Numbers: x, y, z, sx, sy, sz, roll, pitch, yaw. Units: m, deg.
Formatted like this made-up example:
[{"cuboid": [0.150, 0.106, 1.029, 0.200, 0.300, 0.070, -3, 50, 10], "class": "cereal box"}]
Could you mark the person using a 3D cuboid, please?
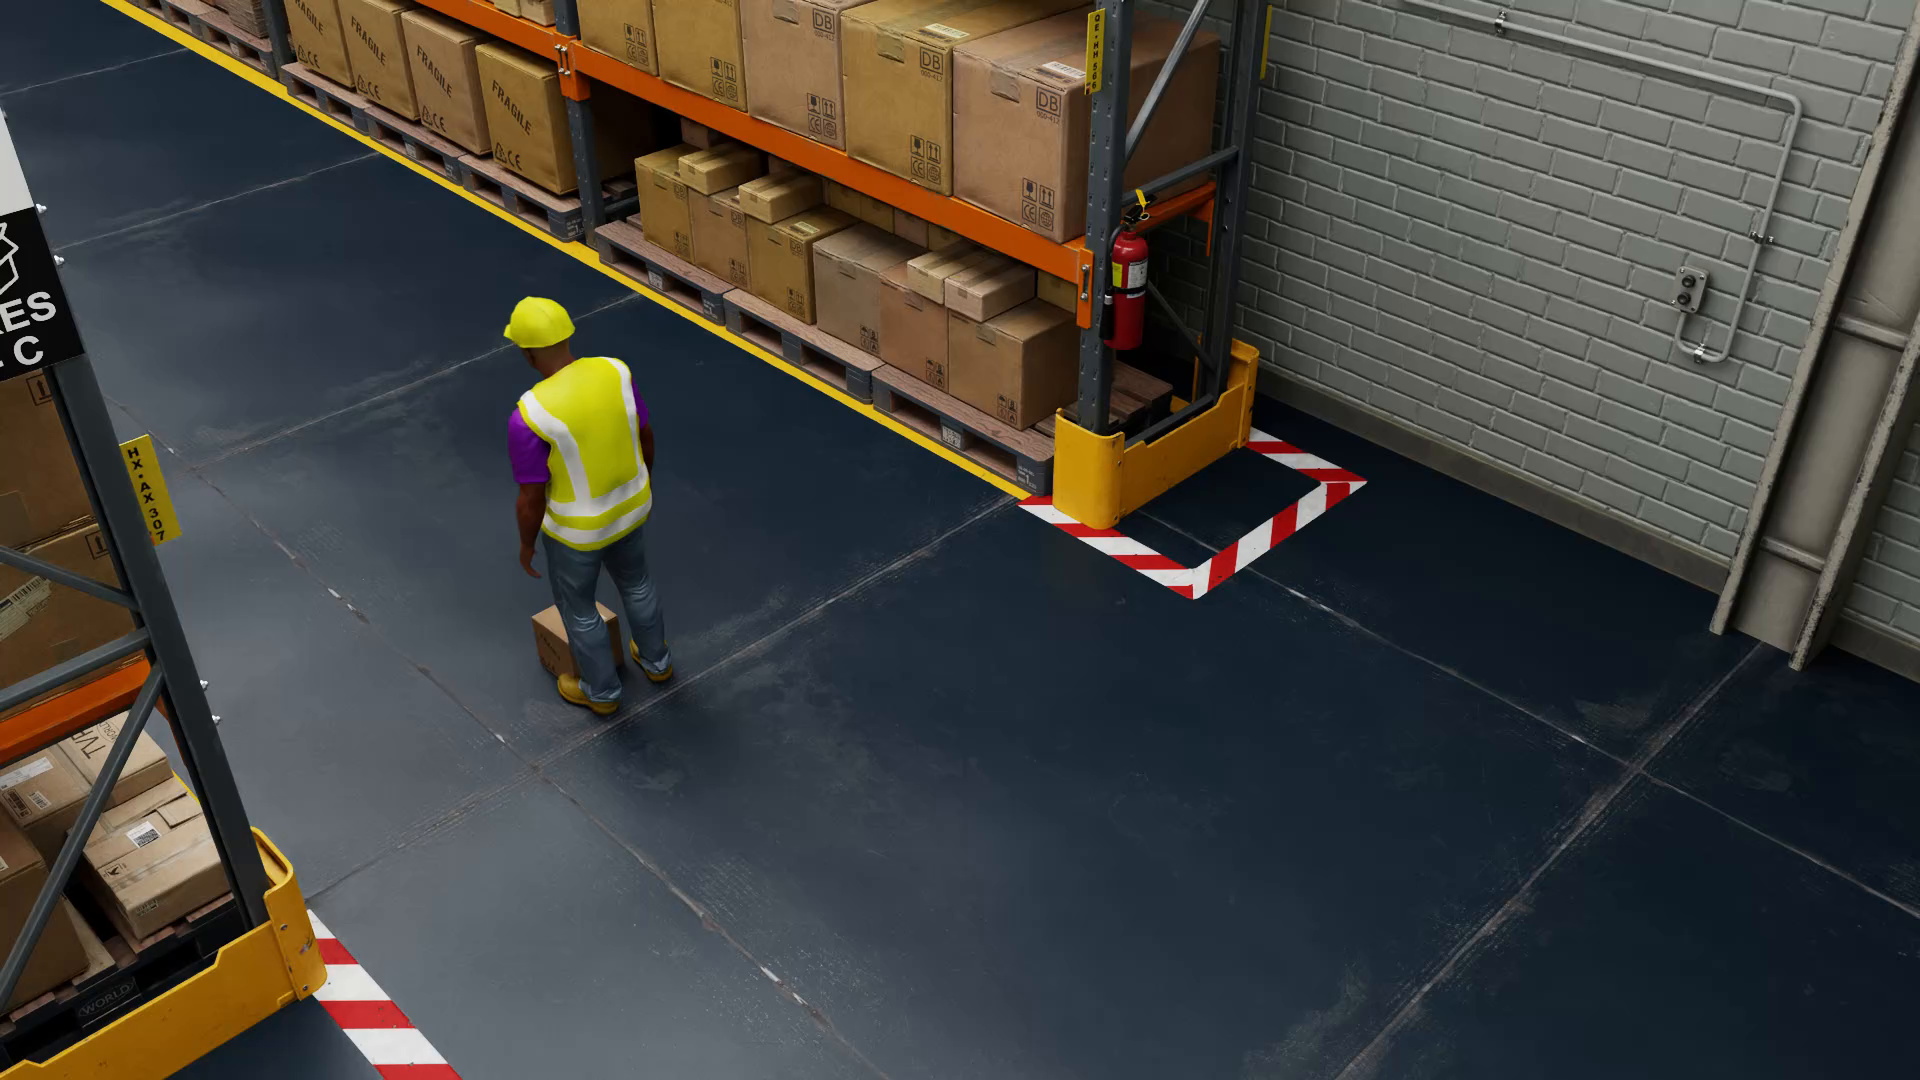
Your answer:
[{"cuboid": [-1.411, -0.111, 6.289, 0.462, 1.759, 0.633, 27, 43, 33], "class": "person"}]
